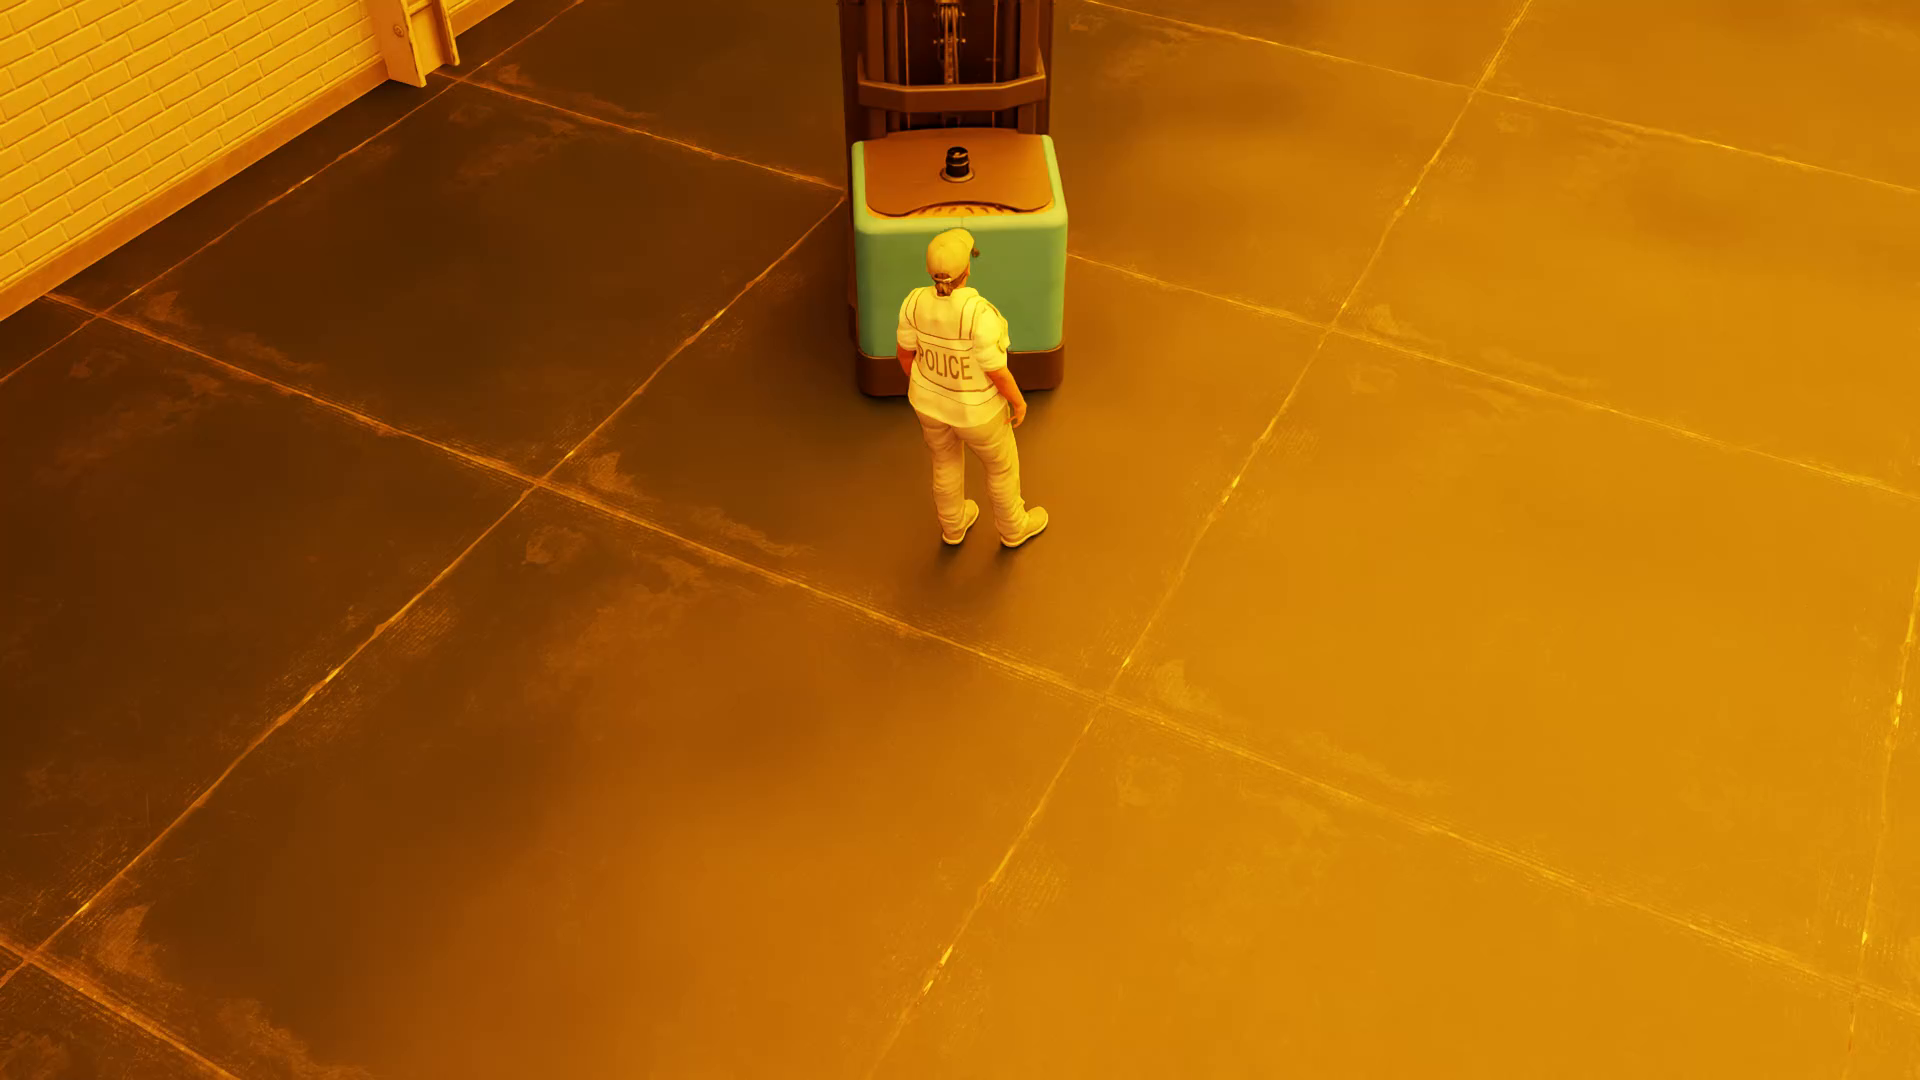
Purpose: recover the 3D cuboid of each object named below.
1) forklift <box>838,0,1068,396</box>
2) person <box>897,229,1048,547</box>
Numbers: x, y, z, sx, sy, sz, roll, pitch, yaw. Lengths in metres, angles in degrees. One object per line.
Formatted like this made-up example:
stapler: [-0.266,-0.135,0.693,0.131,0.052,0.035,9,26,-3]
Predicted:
forklift: [-0.085,-2.801,8.627,1.130,2.935,3.031,-3,43,-3]
person: [0.056,-0.651,7.257,0.598,1.670,0.529,20,47,20]
